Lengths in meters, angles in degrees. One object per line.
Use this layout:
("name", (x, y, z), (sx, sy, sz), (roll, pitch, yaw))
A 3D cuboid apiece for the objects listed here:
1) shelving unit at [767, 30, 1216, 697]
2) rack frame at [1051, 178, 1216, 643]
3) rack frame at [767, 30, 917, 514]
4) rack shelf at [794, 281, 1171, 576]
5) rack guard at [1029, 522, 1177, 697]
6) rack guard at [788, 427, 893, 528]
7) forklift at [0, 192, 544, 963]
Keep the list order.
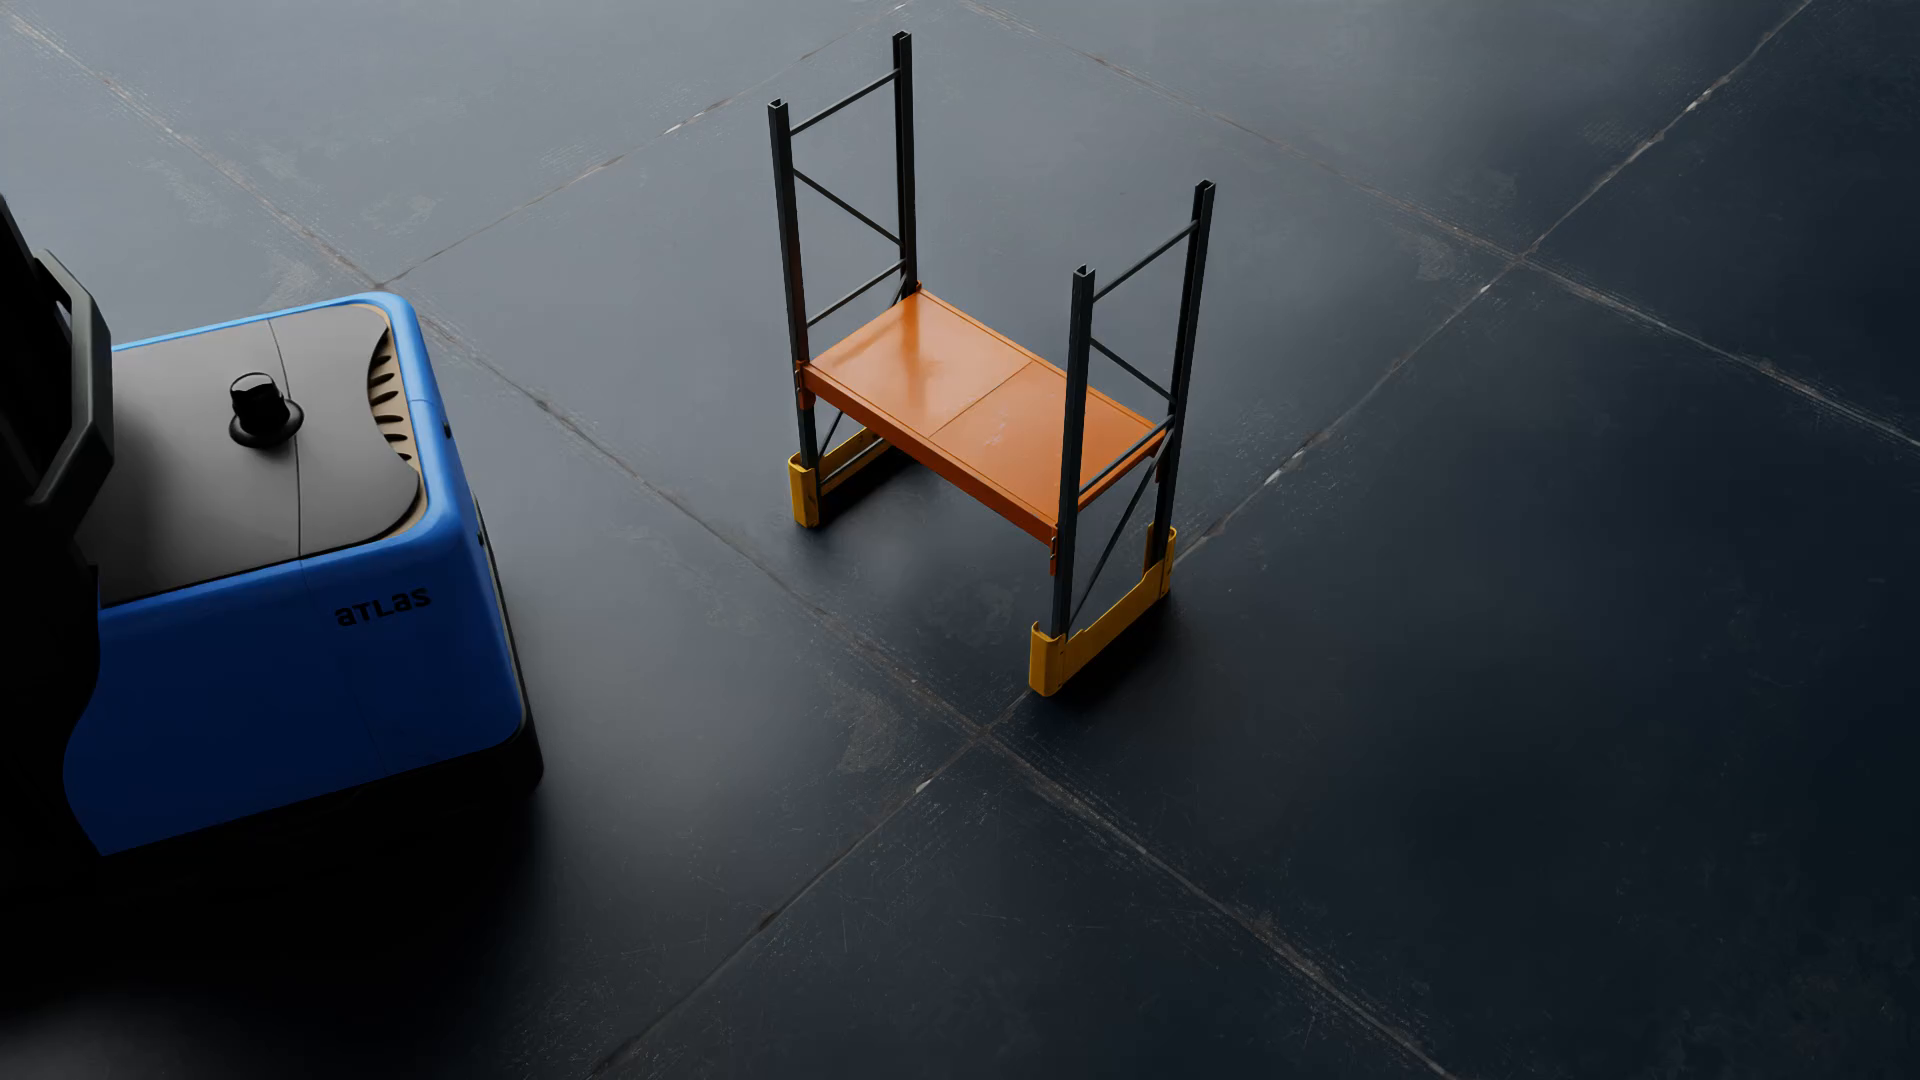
("shelving unit", (0.056, -0.476, 4.668), (1.083, 1.500, 0.587), (34, 55, 28))
("rack frame", (0.436, -0.220, 4.428), (0.032, 1.500, 0.500), (34, 55, 28))
("rack frame", (-0.311, -0.723, 4.900), (0.032, 1.500, 0.500), (34, 55, 28))
("rack shelf", (0.063, -0.348, 4.795), (1.000, 0.185, 0.538), (34, 55, 28))
("rack guard", (0.422, 0.198, 4.892), (0.087, 0.250, 0.587), (34, 55, 28))
("rack guard", (-0.310, -0.294, 5.355), (0.087, 0.250, 0.587), (34, 55, 28))
("forklift", (-2.713, -0.246, 3.470), (3.031, 2.935, 1.130), (-15, 49, -14))
